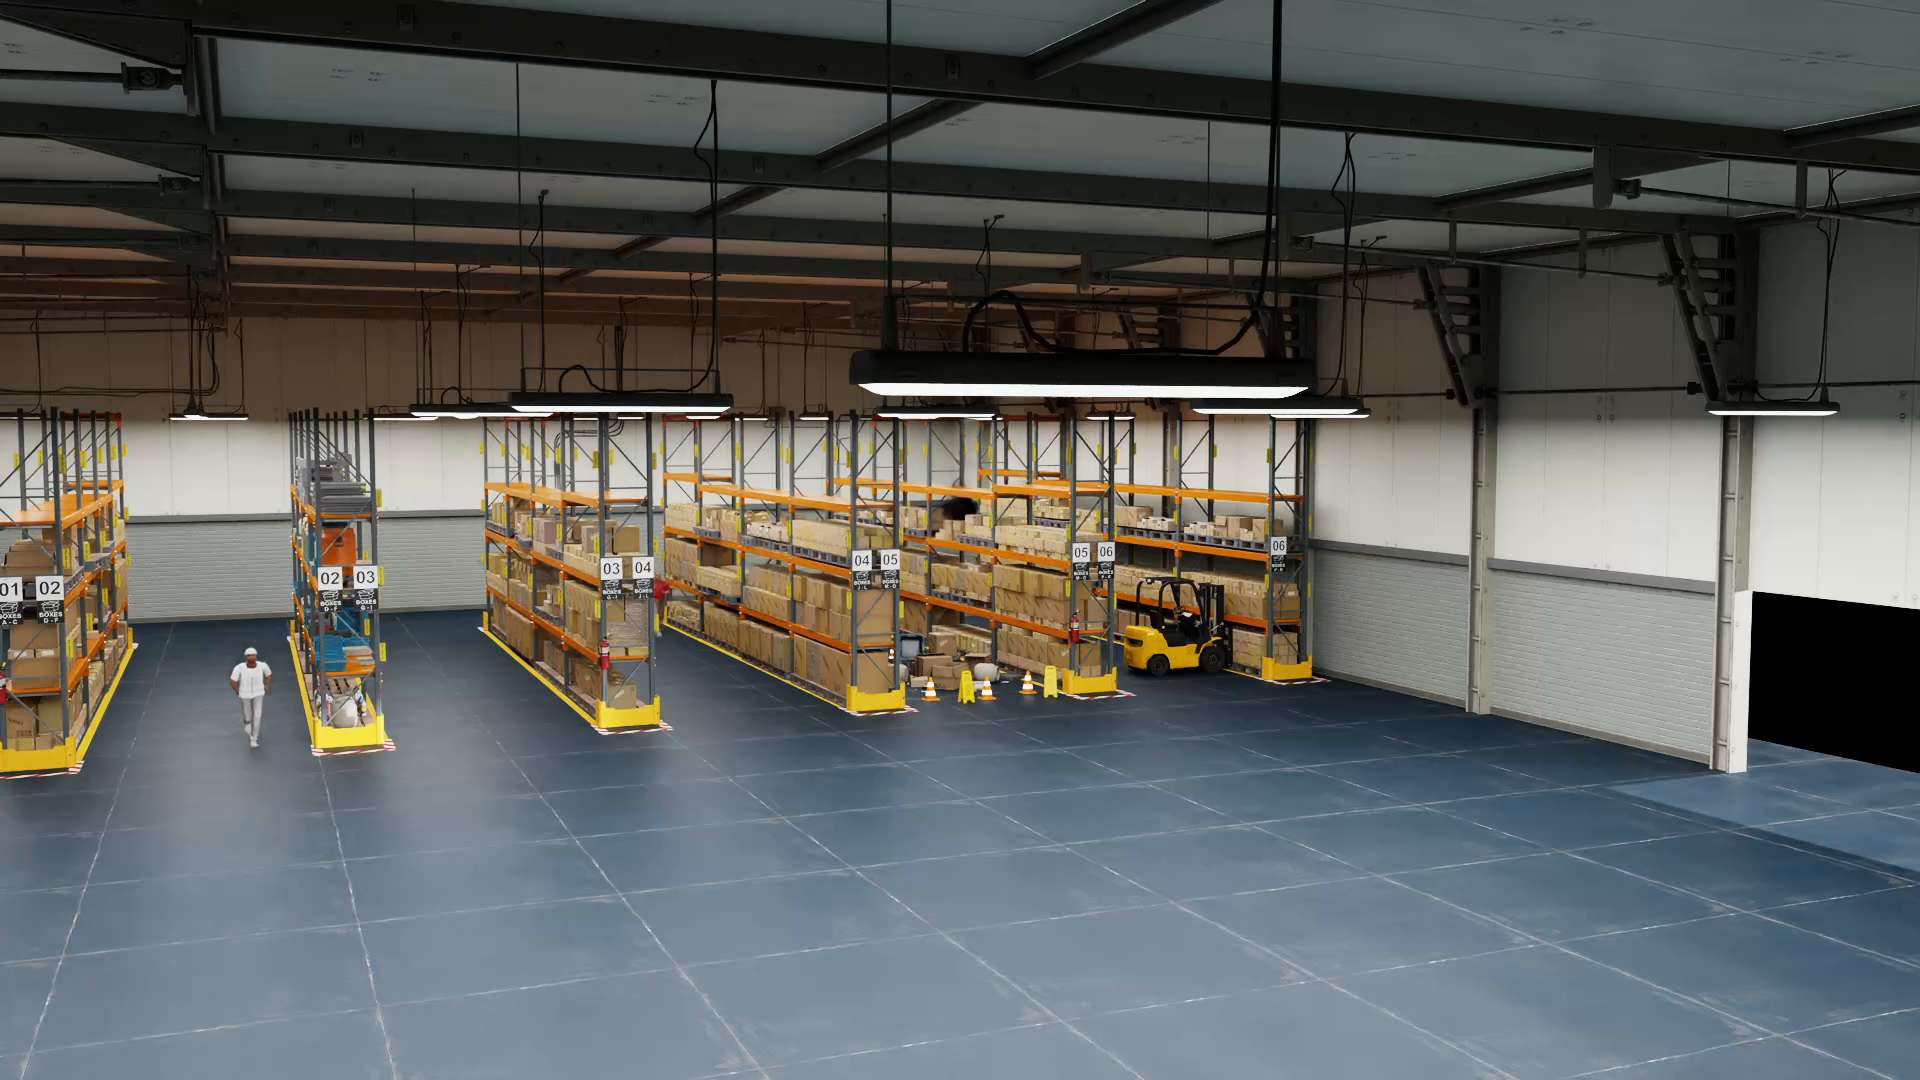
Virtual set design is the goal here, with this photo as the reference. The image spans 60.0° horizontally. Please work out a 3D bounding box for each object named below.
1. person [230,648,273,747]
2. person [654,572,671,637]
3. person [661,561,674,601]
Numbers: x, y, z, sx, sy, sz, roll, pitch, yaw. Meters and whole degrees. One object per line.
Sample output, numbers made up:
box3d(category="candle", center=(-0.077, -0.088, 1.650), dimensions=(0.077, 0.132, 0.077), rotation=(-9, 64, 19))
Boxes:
box3d(category="person", center=(-12.648, 2.792, 29.723), dimensions=(0.703, 1.756, 0.781), rotation=(-2, 4, -26))
box3d(category="person", center=(-8.123, 1.703, 44.717), dimensions=(0.659, 1.722, 0.990), rotation=(-2, 4, -22))
box3d(category="person", center=(-8.672, 1.402, 49.106), dimensions=(0.803, 1.757, 0.714), rotation=(-1, 4, -10))
